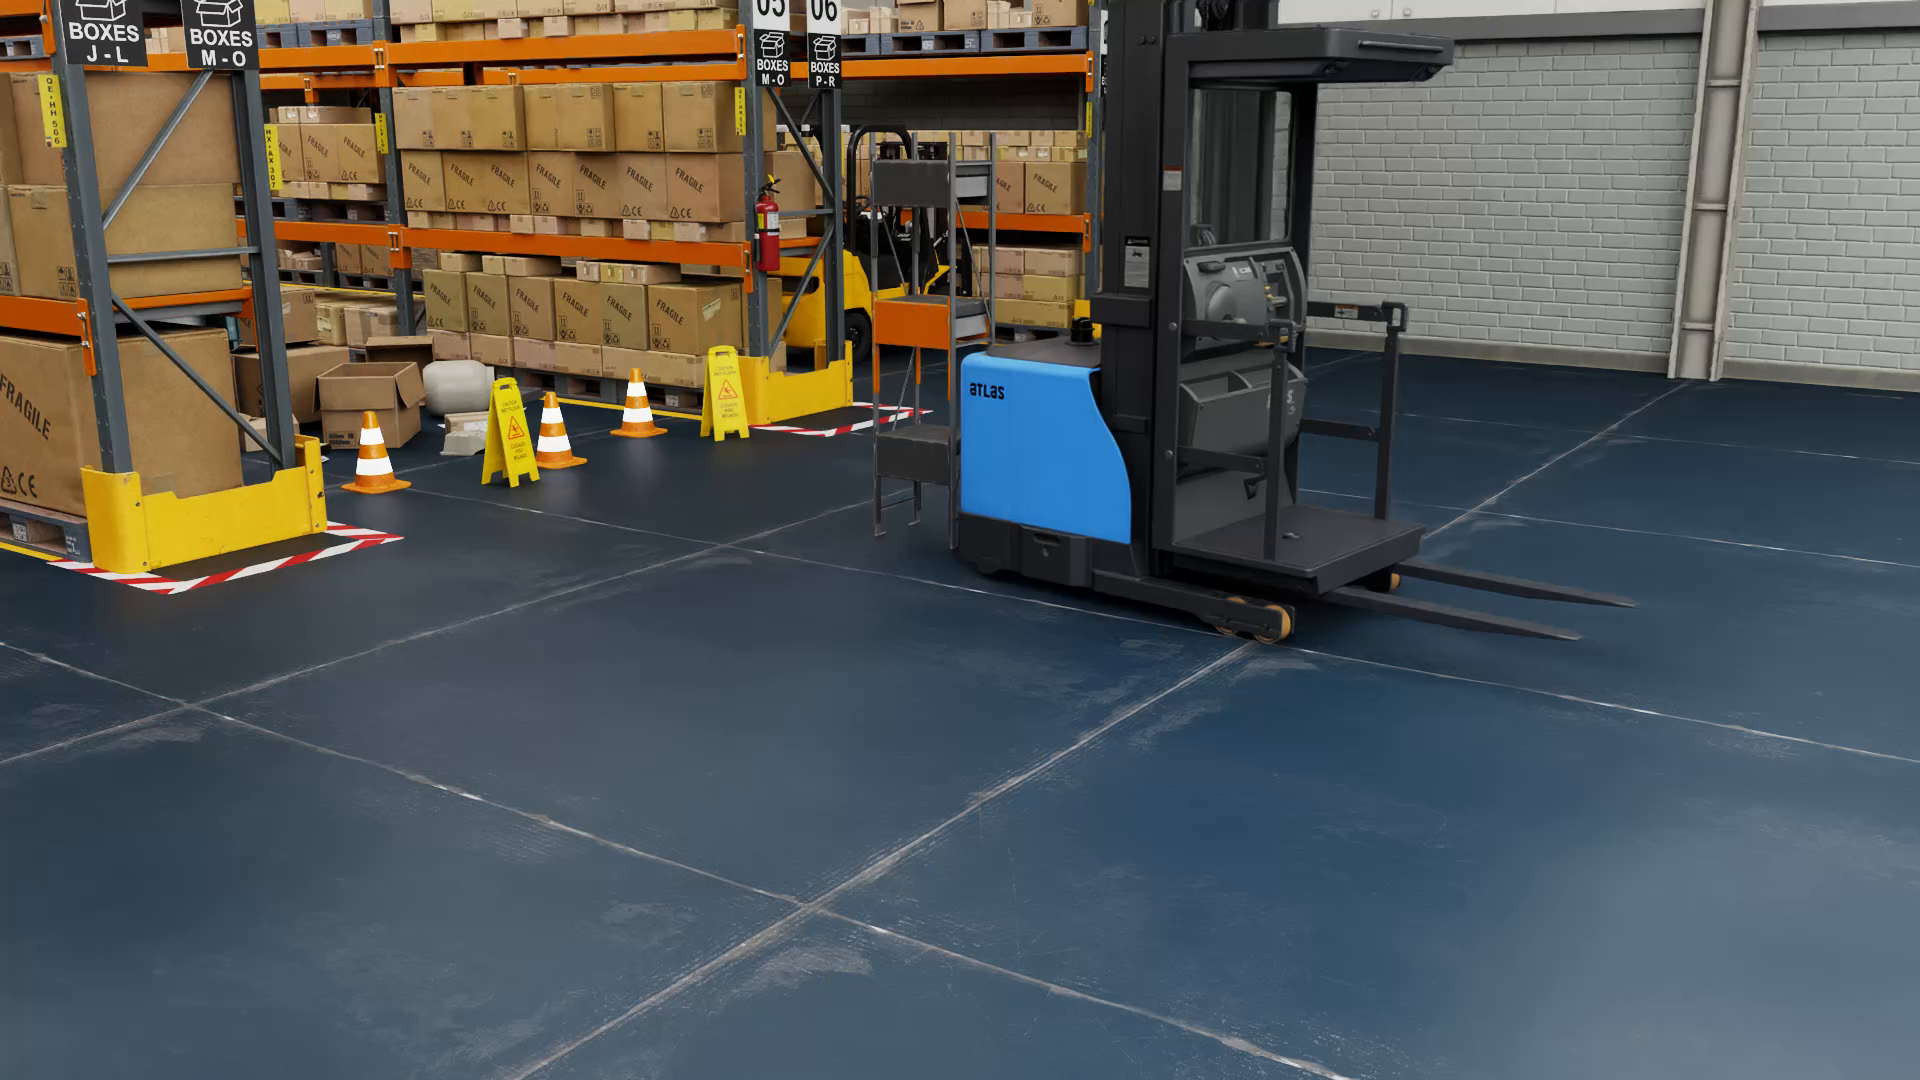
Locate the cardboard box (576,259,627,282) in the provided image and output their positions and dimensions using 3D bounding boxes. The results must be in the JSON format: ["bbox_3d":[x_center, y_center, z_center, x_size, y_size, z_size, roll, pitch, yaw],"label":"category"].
[{"bbox_3d":[-2.803,-2.134,13.138,0.250,0.149,0.380,10,17,35],"label":"cardboard box"}]

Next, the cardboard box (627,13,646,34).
[{"bbox_3d":[-2.277,-3.867,12.483,0.250,0.149,0.380,9,17,33],"label":"cardboard box"}]

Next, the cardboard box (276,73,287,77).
[{"bbox_3d":[-9.081,-6.381,22.638,0.250,0.149,0.380,9,17,33],"label":"cardboard box"}]

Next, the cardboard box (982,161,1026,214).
[{"bbox_3d":[0.561,-3.548,16.706,0.500,0.500,0.500,10,17,35],"label":"cardboard box"}]

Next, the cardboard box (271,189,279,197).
[{"bbox_3d":[-6.126,-3.252,15.368,0.250,0.149,0.380,9,16,31],"label":"cardboard box"}]

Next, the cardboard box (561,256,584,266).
[{"bbox_3d":[-4.587,-3.452,20.595,0.625,0.625,0.875,10,17,35],"label":"cardboard box"}]

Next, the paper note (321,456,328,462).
[{"bbox_3d":[-4.224,-0.525,10.884,0.144,0.017,0.142,-10,17,-35],"label":"paper note"}]

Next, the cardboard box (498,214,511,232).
[{"bbox_3d":[-3.562,-2.610,13.647,0.250,0.149,0.380,9,17,33],"label":"cardboard box"}]

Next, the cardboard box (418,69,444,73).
[{"bbox_3d":[-6.491,-6.025,20.991,0.500,0.250,0.500,9,17,33],"label":"cardboard box"}]

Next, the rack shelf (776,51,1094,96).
[{"bbox_3d":[-0.118,-4.790,17.184,4.000,0.370,1.077,9,17,33],"label":"rack shelf"}]

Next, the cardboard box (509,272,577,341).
[{"bbox_3d":[-3.326,-1.922,13.632,0.500,0.500,0.500,10,17,36],"label":"cardboard box"}]

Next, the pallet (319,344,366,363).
[{"bbox_3d":[-5.192,-1.711,15.297,1.213,0.211,1.003,9,17,33],"label":"pallet"}]

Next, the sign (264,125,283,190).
[{"bbox_3d":[-3.590,-1.992,8.663,0.005,0.325,0.100,9,17,33],"label":"sign"}]

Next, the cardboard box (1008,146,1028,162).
[{"bbox_3d":[0.688,-3.844,16.551,0.250,0.149,0.380,10,17,34],"label":"cardboard box"}]

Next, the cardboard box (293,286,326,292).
[{"bbox_3d":[-6.784,-2.250,16.267,0.625,0.372,0.950,9,16,32],"label":"cardboard box"}]

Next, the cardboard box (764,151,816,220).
[{"bbox_3d":[-1.464,-2.736,12.807,0.500,0.500,0.500,9,16,32],"label":"cardboard box"}]

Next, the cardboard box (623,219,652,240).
[{"bbox_3d":[-2.359,-2.389,12.754,0.250,0.149,0.380,10,17,34],"label":"cardboard box"}]

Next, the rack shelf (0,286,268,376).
[{"bbox_3d":[-5.564,-1.343,9.503,4.000,0.370,1.077,9,17,33],"label":"rack shelf"}]

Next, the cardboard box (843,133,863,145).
[{"bbox_3d":[-1.038,-4.252,17.582,0.250,0.149,0.380,10,17,34],"label":"cardboard box"}]

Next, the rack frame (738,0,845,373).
[{"bbox_3d":[-1.226,-2.424,12.375,0.127,3.000,1.000,9,17,33],"label":"rack frame"}]

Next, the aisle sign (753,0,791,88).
[{"bbox_3d":[-1.336,-3.620,11.795,0.004,0.787,0.394,9,17,33],"label":"aisle sign"}]

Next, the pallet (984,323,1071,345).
[{"bbox_3d":[0.883,-2.155,17.090,1.213,0.211,1.003,9,17,33],"label":"pallet"}]

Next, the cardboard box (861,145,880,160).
[{"bbox_3d":[-0.832,-4.072,17.473,0.250,0.149,0.380,9,17,32],"label":"cardboard box"}]

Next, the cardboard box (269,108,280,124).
[{"bbox_3d":[-6.349,-4.046,15.873,0.250,0.149,0.380,8,16,30],"label":"cardboard box"}]

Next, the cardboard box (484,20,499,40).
[{"bbox_3d":[-3.569,-4.067,13.291,0.250,0.149,0.380,9,16,31],"label":"cardboard box"}]

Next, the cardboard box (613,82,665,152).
[{"bbox_3d":[-2.187,-3.197,12.588,0.500,0.500,0.700,9,17,33],"label":"cardboard box"}]

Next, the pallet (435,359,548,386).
[{"bbox_3d":[-3.968,-1.524,14.541,1.213,0.211,1.003,9,17,33],"label":"pallet"}]

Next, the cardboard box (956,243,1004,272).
[{"bbox_3d":[0.134,-2.902,17.070,0.500,0.250,0.500,9,17,34],"label":"cardboard box"}]

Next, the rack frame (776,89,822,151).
[{"bbox_3d":[-1.778,-3.951,18.542,0.127,3.000,1.000,9,17,33],"label":"rack frame"}]

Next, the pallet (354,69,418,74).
[{"bbox_3d":[-7.052,-6.149,21.569,1.003,0.211,1.213,9,17,33],"label":"pallet"}]

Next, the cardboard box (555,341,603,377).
[{"bbox_3d":[-2.909,-1.488,13.442,0.500,0.250,0.500,8,16,31],"label":"cardboard box"}]

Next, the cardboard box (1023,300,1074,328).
[{"bbox_3d":[0.975,-2.284,16.655,0.500,0.250,0.500,9,17,33],"label":"cardboard box"}]

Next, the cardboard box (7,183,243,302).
[{"bbox_3d":[-4.238,-1.537,8.479,0.550,0.550,0.875,9,17,33],"label":"cardboard box"}]

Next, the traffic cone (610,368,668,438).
[{"bbox_3d":[-2.303,-0.993,11.873,0.334,0.463,0.336,9,17,33],"label":"traffic cone"}]

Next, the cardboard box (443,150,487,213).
[{"bbox_3d":[-3.906,-2.977,13.778,0.500,0.500,0.500,9,17,33],"label":"cardboard box"}]

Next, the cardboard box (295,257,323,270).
[{"bbox_3d":[-9.042,-3.860,23.233,0.250,0.149,0.380,9,16,31],"label":"cardboard box"}]

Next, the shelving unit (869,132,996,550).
[{"bbox_3d":[-0.137,-1.041,8.661,0.503,2.100,0.431,9,17,33],"label":"shelving unit"}]

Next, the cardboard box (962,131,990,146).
[{"bbox_3d":[0.229,-4.046,16.748,0.250,0.149,0.380,10,17,34],"label":"cardboard box"}]

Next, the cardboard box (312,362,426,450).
[{"bbox_3d":[-4.096,-0.943,11.587,0.637,0.503,0.797,-1,14,-6],"label":"cardboard box"}]

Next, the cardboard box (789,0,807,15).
[{"bbox_3d":[-1.494,-4.073,12.483,0.500,0.250,0.500,9,16,32],"label":"cardboard box"}]

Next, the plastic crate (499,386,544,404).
[{"bbox_3d":[-3.700,-1.170,13.381,0.583,0.080,0.402,3,14,14],"label":"plastic crate"}]

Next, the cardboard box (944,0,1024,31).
[{"bbox_3d":[0.244,-5.340,16.619,0.500,0.500,0.700,9,17,33],"label":"cardboard box"}]

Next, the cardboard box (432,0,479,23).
[{"bbox_3d":[-3.899,-4.308,13.433,0.500,0.250,0.500,9,17,32],"label":"cardboard box"}]

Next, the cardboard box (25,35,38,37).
[{"bbox_3d":[-9.202,-5.207,16.778,0.258,0.266,0.396,9,16,31],"label":"cardboard box"}]

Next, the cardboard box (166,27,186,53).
[{"bbox_3d":[-7.083,-4.873,15.815,0.500,0.500,0.700,9,17,33],"label":"cardboard box"}]

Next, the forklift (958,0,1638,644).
[{"bbox_3d":[1.433,-1.124,7.264,3.031,2.935,1.130,12,18,39],"label":"forklift"}]

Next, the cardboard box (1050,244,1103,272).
[{"bbox_3d":[1.248,-2.871,16.947,0.500,0.250,0.500,9,16,32],"label":"cardboard box"}]

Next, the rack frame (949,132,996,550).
[{"bbox_3d":[0.065,-1.009,8.528,0.015,2.100,0.400,9,17,33],"label":"rack frame"}]
